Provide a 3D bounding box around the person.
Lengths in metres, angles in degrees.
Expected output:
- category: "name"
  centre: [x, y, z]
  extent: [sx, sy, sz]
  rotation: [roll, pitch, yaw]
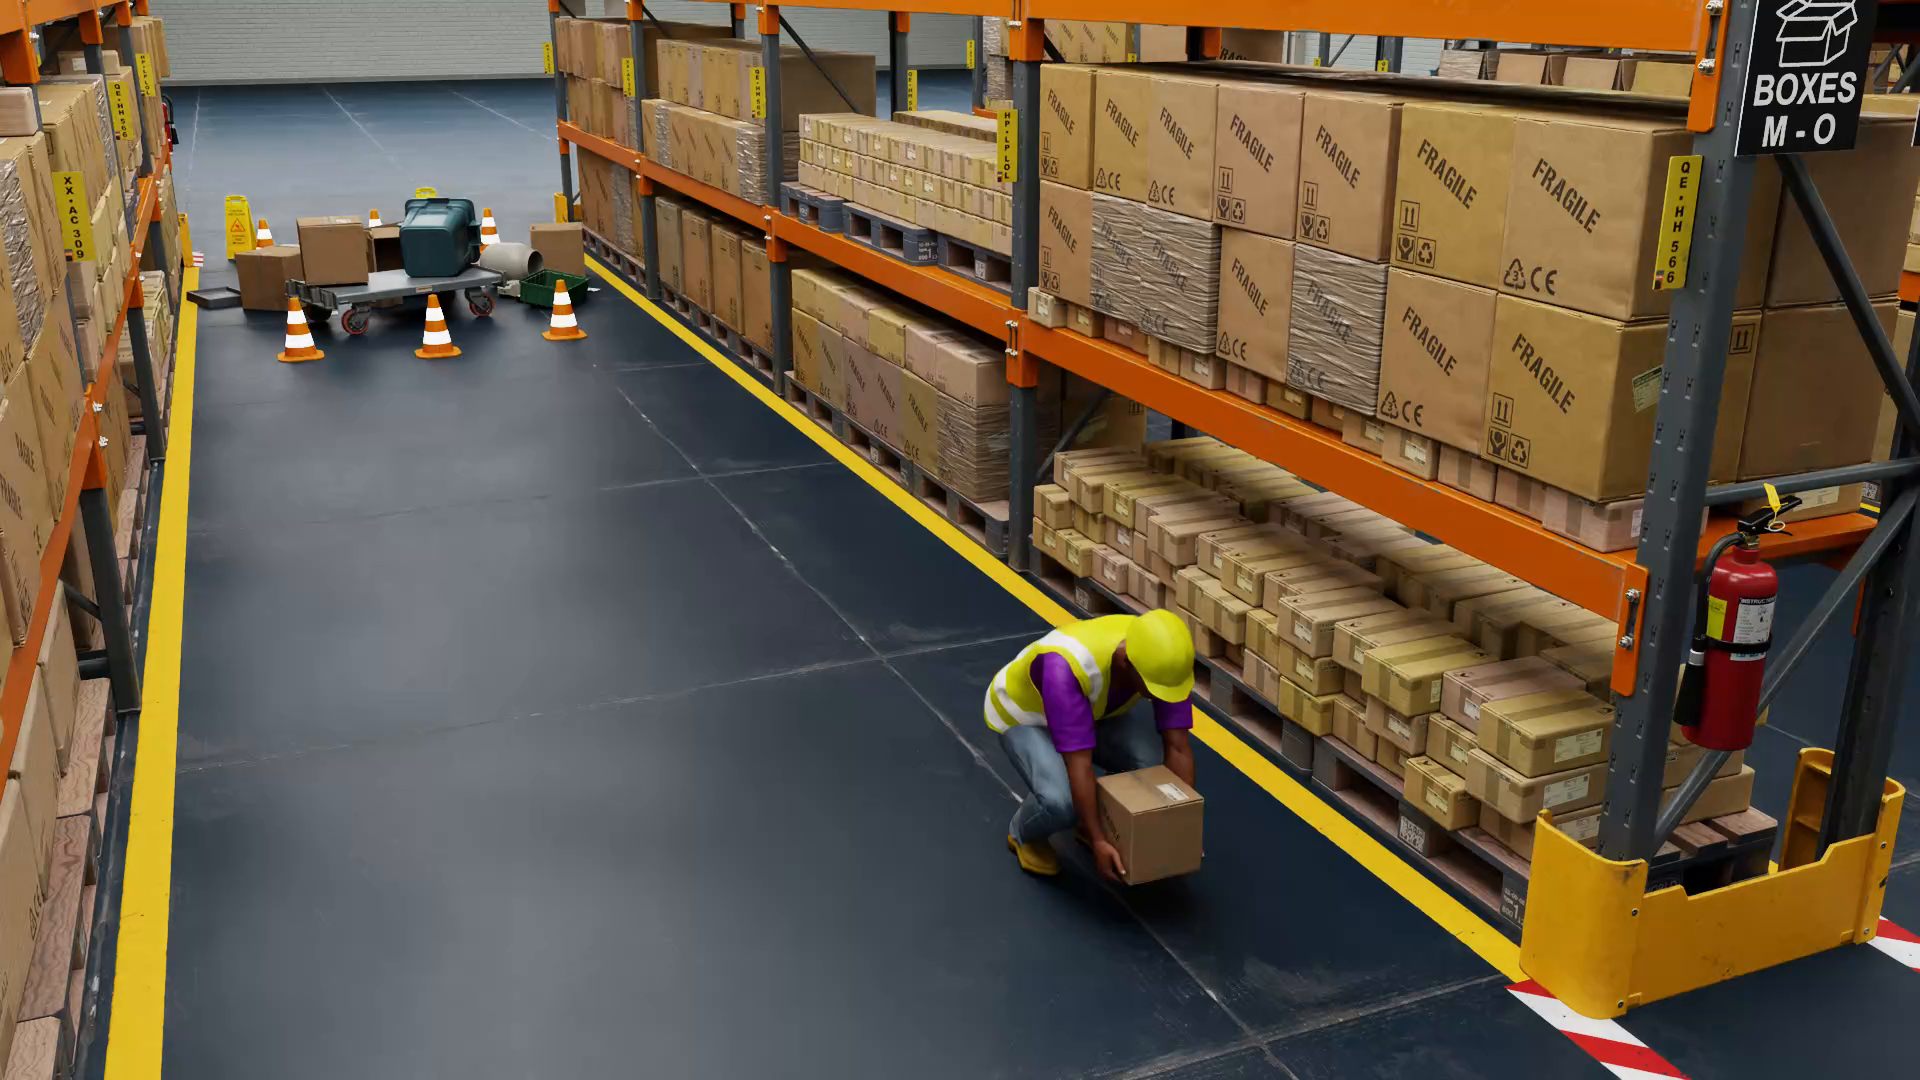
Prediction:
- category: "person"
  centre: [0.462, 0.617, 5.393]
  extent: [0.545, 1.014, 0.898]
  rotation: [-9, 21, -25]
